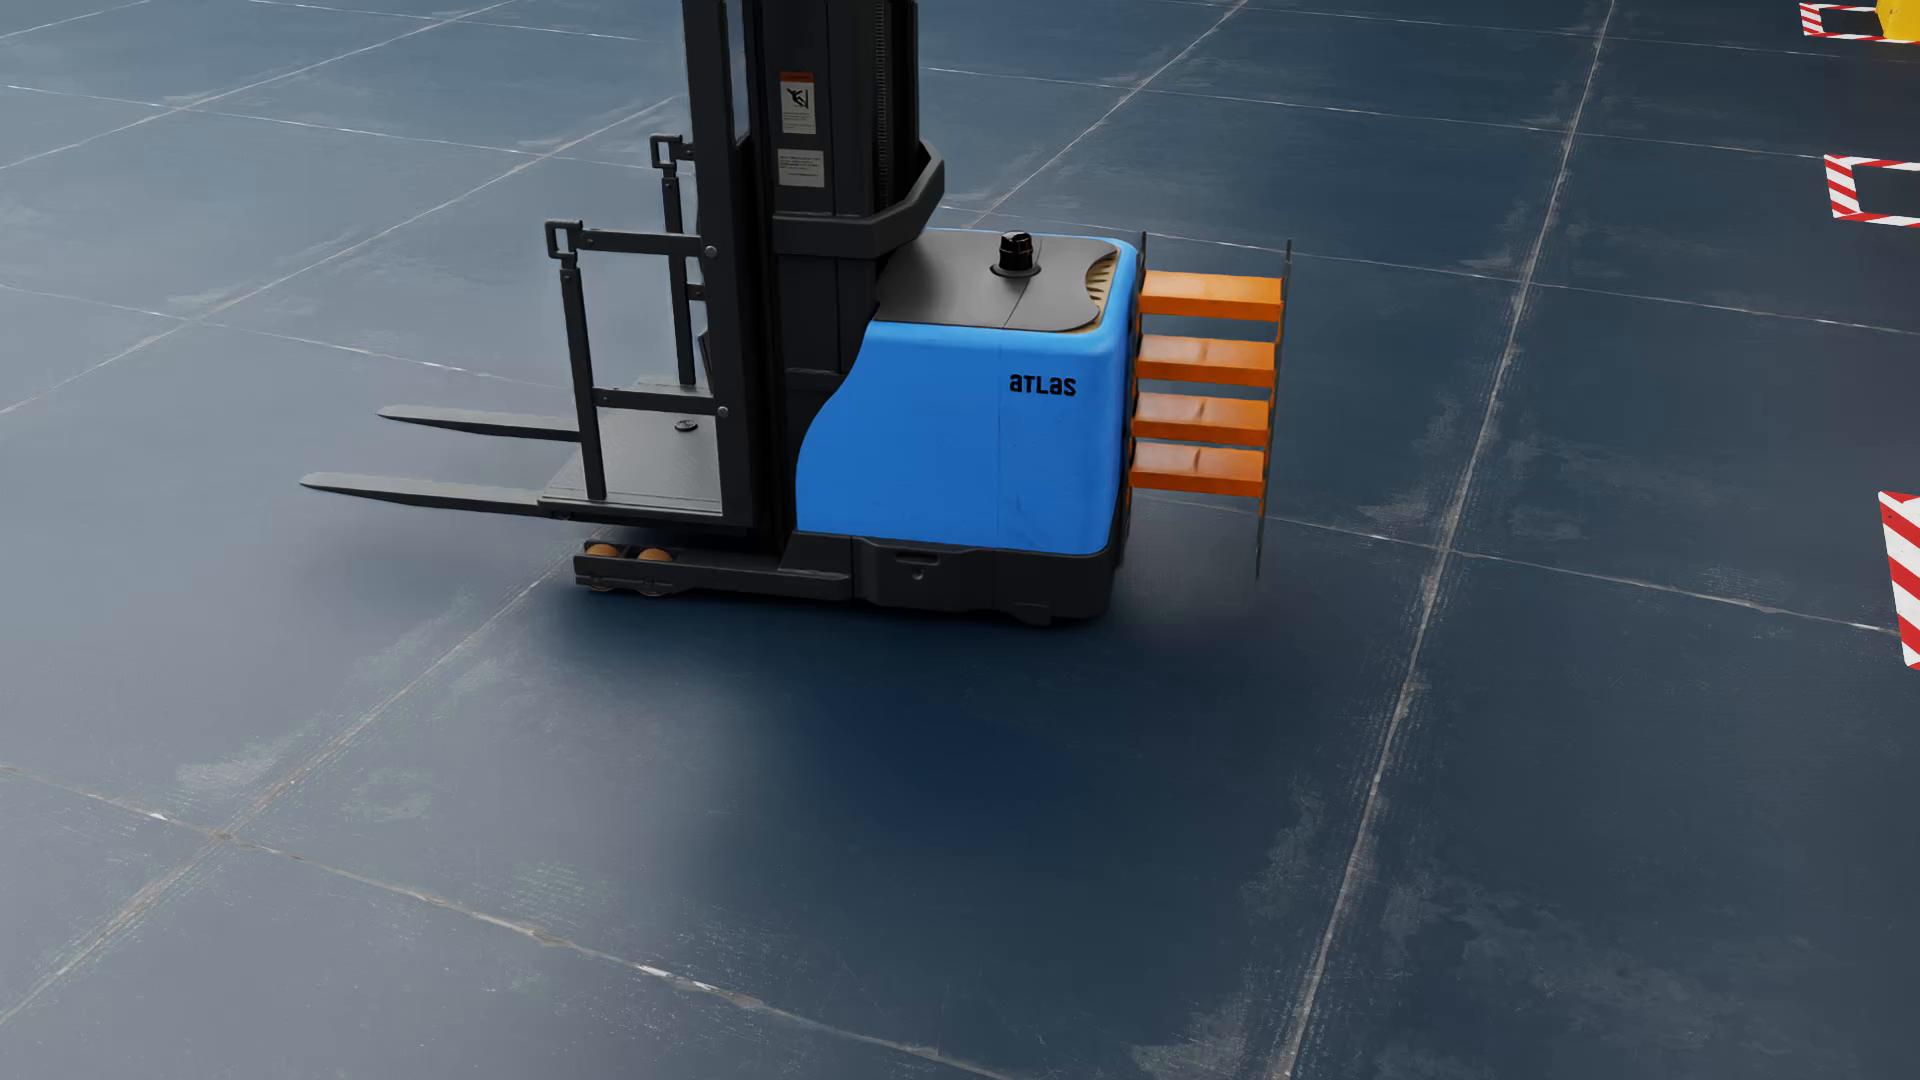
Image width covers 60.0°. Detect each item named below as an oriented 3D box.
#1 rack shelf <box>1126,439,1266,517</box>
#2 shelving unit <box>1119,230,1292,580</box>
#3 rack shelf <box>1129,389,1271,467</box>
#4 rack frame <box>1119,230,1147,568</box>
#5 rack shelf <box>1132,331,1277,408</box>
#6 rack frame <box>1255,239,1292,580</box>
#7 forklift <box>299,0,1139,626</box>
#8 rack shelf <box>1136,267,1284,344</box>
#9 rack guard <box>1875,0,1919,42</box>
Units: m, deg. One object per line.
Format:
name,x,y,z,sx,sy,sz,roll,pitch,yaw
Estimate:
rack shelf,0.851,-0.225,5.969,0.480,0.148,0.258,5,30,9
shelving unit,0.851,-0.457,5.839,0.503,1.200,0.258,5,30,9
rack shelf,0.851,-0.398,5.872,0.480,0.148,0.258,5,30,9
rack frame,0.610,-0.478,5.876,0.015,1.200,0.240,5,30,9
rack shelf,0.851,-0.593,5.762,0.480,0.148,0.258,5,30,9
rack frame,1.091,-0.435,5.801,0.015,1.200,0.240,5,30,9
forklift,-0.910,-1.324,5.614,3.031,2.935,1.130,5,30,9
rack shelf,0.851,-0.799,5.645,0.480,0.148,0.258,5,30,9
rack guard,7.821,-4.487,13.680,0.348,0.500,1.175,11,31,19
